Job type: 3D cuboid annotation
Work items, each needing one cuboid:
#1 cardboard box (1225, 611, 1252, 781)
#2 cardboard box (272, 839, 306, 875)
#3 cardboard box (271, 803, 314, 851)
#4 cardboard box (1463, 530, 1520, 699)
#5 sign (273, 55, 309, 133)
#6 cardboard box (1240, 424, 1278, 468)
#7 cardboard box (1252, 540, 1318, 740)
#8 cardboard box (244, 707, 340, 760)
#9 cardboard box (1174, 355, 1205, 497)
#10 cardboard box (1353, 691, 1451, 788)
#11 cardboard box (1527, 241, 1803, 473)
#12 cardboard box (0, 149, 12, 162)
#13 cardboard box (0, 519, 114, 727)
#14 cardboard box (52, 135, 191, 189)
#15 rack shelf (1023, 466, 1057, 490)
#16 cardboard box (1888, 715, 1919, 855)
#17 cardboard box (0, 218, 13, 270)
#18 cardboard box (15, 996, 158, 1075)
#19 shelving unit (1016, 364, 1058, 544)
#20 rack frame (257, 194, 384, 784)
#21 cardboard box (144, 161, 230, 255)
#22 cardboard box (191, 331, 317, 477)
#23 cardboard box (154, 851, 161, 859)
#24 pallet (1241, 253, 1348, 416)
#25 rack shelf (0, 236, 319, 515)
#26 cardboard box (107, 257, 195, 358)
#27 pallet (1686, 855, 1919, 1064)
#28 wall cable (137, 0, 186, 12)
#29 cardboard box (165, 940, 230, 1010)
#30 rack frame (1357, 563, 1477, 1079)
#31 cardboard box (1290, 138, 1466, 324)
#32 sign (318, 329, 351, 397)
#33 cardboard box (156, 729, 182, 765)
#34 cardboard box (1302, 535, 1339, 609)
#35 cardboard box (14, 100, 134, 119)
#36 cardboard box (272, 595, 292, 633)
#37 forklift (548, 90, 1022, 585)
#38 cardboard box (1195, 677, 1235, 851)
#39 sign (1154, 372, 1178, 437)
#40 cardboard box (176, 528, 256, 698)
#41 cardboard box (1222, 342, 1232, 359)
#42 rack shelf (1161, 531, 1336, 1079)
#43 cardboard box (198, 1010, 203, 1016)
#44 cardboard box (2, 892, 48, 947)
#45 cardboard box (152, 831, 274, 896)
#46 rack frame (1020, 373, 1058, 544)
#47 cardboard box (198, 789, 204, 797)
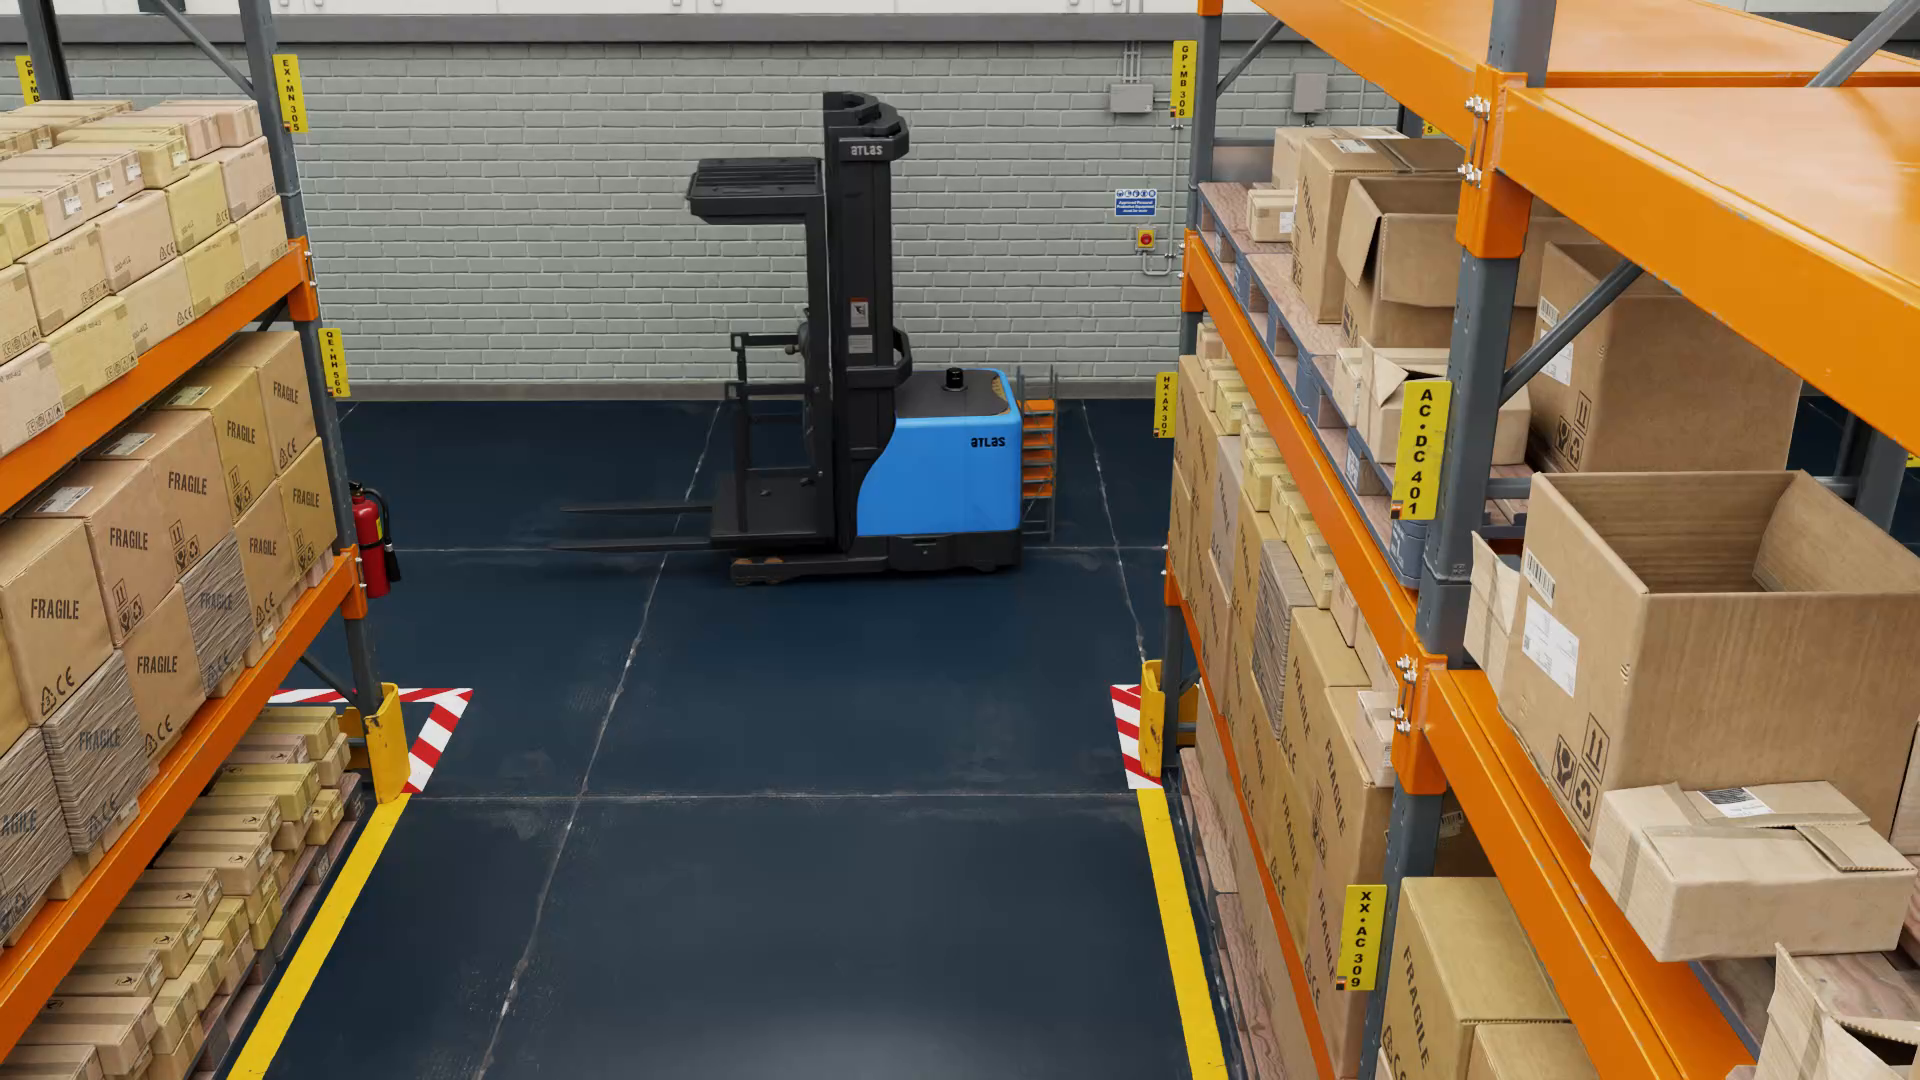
[{"bbox_3d":[1.291,0.569,6.230,0.500,0.500,0.500,1,24,1],"label":"cardboard box"},{"bbox_3d":[-3.184,1.394,7.478,0.380,0.149,0.250,0,24,-1],"label":"cardboard box"},{"bbox_3d":[-3.121,1.258,7.418,0.380,0.149,0.250,-1,24,-3],"label":"cardboard box"},{"bbox_3d":[1.229,0.151,3.290,0.396,0.266,0.258,0,24,-1],"label":"cardboard box"},{"bbox_3d":[-2.864,-1.909,7.116,0.100,0.325,0.005,0,24,-1],"label":"sign"},{"bbox_3d":[1.256,-0.323,6.202,0.380,0.149,0.250,0,24,0],"label":"cardboard box"},{"bbox_3d":[1.280,0.327,5.553,0.500,0.500,0.500,0,24,0],"label":"cardboard box"},{"bbox_3d":[-3.160,0.909,7.828,0.380,0.149,0.250,0,24,0],"label":"cardboard box"},{"bbox_3d":[1.250,-0.511,7.404,0.500,0.500,0.500,-1,24,-2],"label":"cardboard box"},{"bbox_3d":[1.252,0.518,4.344,0.380,0.149,0.250,-1,24,-2],"label":"cardboard box"},{"bbox_3d":[1.777,-0.453,4.219,0.500,0.500,0.500,0,24,0],"label":"cardboard box"},{"bbox_3d":[-3.618,-1.295,5.924,0.380,0.149,0.250,0,24,1],"label":"cardboard box"},{"bbox_3d":[-3.132,0.259,5.342,0.500,0.500,0.500,0,24,0],"label":"cardboard box"},{"bbox_3d":[-3.102,-1.401,6.158,0.380,0.149,0.250,0,24,0],"label":"cardboard box"},{"bbox_3d":[0.503,-0.410,11.100,0.258,0.103,0.180,-3,24,-6],"label":"rack shelf"},{"bbox_3d":[1.793,0.285,2.939,0.500,0.311,0.500,0,24,-1],"label":"cardboard box"},{"bbox_3d":[-3.103,-0.867,4.978,0.380,0.149,0.250,1,24,2],"label":"cardboard box"},{"bbox_3d":[-3.115,1.767,5.931,0.380,0.149,0.250,0,24,1],"label":"cardboard box"},{"bbox_3d":[0.503,-0.560,11.032,0.258,1.200,0.189,-3,24,-6],"label":"shelving unit"},{"bbox_3d":[-3.419,-0.145,7.930,1.000,3.000,0.127,0,24,-1],"label":"rack frame"},{"bbox_3d":[-3.153,-1.271,6.356,0.500,0.250,0.500,-1,24,-2],"label":"cardboard box"},{"bbox_3d":[-3.165,-0.594,7.227,0.500,0.500,0.500,-1,24,-2],"label":"cardboard box"},{"bbox_3d":[-3.639,1.390,7.486,0.380,0.149,0.250,0,24,0],"label":"cardboard box"},{"bbox_3d":[1.564,-0.725,5.681,1.003,0.211,1.213,0,24,-1],"label":"pallet"},{"bbox_3d":[-3.397,-0.359,5.638,1.077,0.370,4.000,0,24,-1],"label":"rack shelf"},{"bbox_3d":[-3.145,-0.842,6.014,0.500,0.250,0.500,1,24,2],"label":"cardboard box"},{"bbox_3d":[1.632,0.538,3.013,0.805,0.209,1.217,-1,24,-3],"label":"pallet"},{"bbox_3d":[-4.995,-6.709,11.259,2.277,5.999,0.120,0,24,-1],"label":"wall cable"},{"bbox_3d":[-3.087,1.690,6.462,0.380,0.149,0.250,0,24,0],"label":"cardboard box"},{"bbox_3d":[1.573,1.440,4.427,1.000,3.000,0.127,0,24,-1],"label":"rack frame"},{"bbox_3d":[1.402,-1.026,5.487,0.500,0.500,0.500,0,24,0],"label":"cardboard box"},{"bbox_3d":[-2.864,-0.810,7.613,0.100,0.325,0.005,0,24,-1],"label":"sign"},{"bbox_3d":[-3.188,0.743,6.271,0.380,0.149,0.250,0,24,0],"label":"cardboard box"},{"bbox_3d":[1.305,0.098,5.270,0.380,0.149,0.250,0,24,-1],"label":"cardboard box"},{"bbox_3d":[-3.643,-1.718,6.860,0.380,0.149,0.250,0,24,-1],"label":"cardboard box"},{"bbox_3d":[-3.150,0.309,7.232,0.380,0.149,0.250,0,24,-1],"label":"cardboard box"},{"bbox_3d":[-1.146,-1.273,10.508,3.031,2.935,1.130,-2,24,-5],"label":"forklift"},{"bbox_3d":[1.637,1.039,7.912,0.875,0.438,0.875,-1,24,-2],"label":"cardboard box"},{"bbox_3d":[0.975,-0.639,7.876,0.100,0.325,0.005,0,24,-1],"label":"sign"},{"bbox_3d":[-3.141,0.279,6.510,0.500,0.500,0.500,0,24,0],"label":"cardboard box"},{"bbox_3d":[1.331,-0.750,7.146,0.380,0.149,0.250,0,24,1],"label":"cardboard box"},{"bbox_3d":[1.551,0.943,6.397,1.077,0.370,4.000,0,24,-1],"label":"rack shelf"},{"bbox_3d":[-3.192,1.817,6.541,0.380,0.149,0.250,0,24,1],"label":"cardboard box"},{"bbox_3d":[-3.181,1.172,5.323,0.380,0.149,0.250,-1,24,-3],"label":"cardboard box"},{"bbox_3d":[-3.087,1.336,6.883,0.380,0.149,0.250,1,24,1],"label":"cardboard box"},{"bbox_3d":[0.513,-0.523,10.950,0.240,1.200,0.006,-3,24,-6],"label":"rack frame"},{"bbox_3d":[-3.724,1.158,7.639,0.380,0.149,0.250,0,24,-1],"label":"cardboard box"}]
